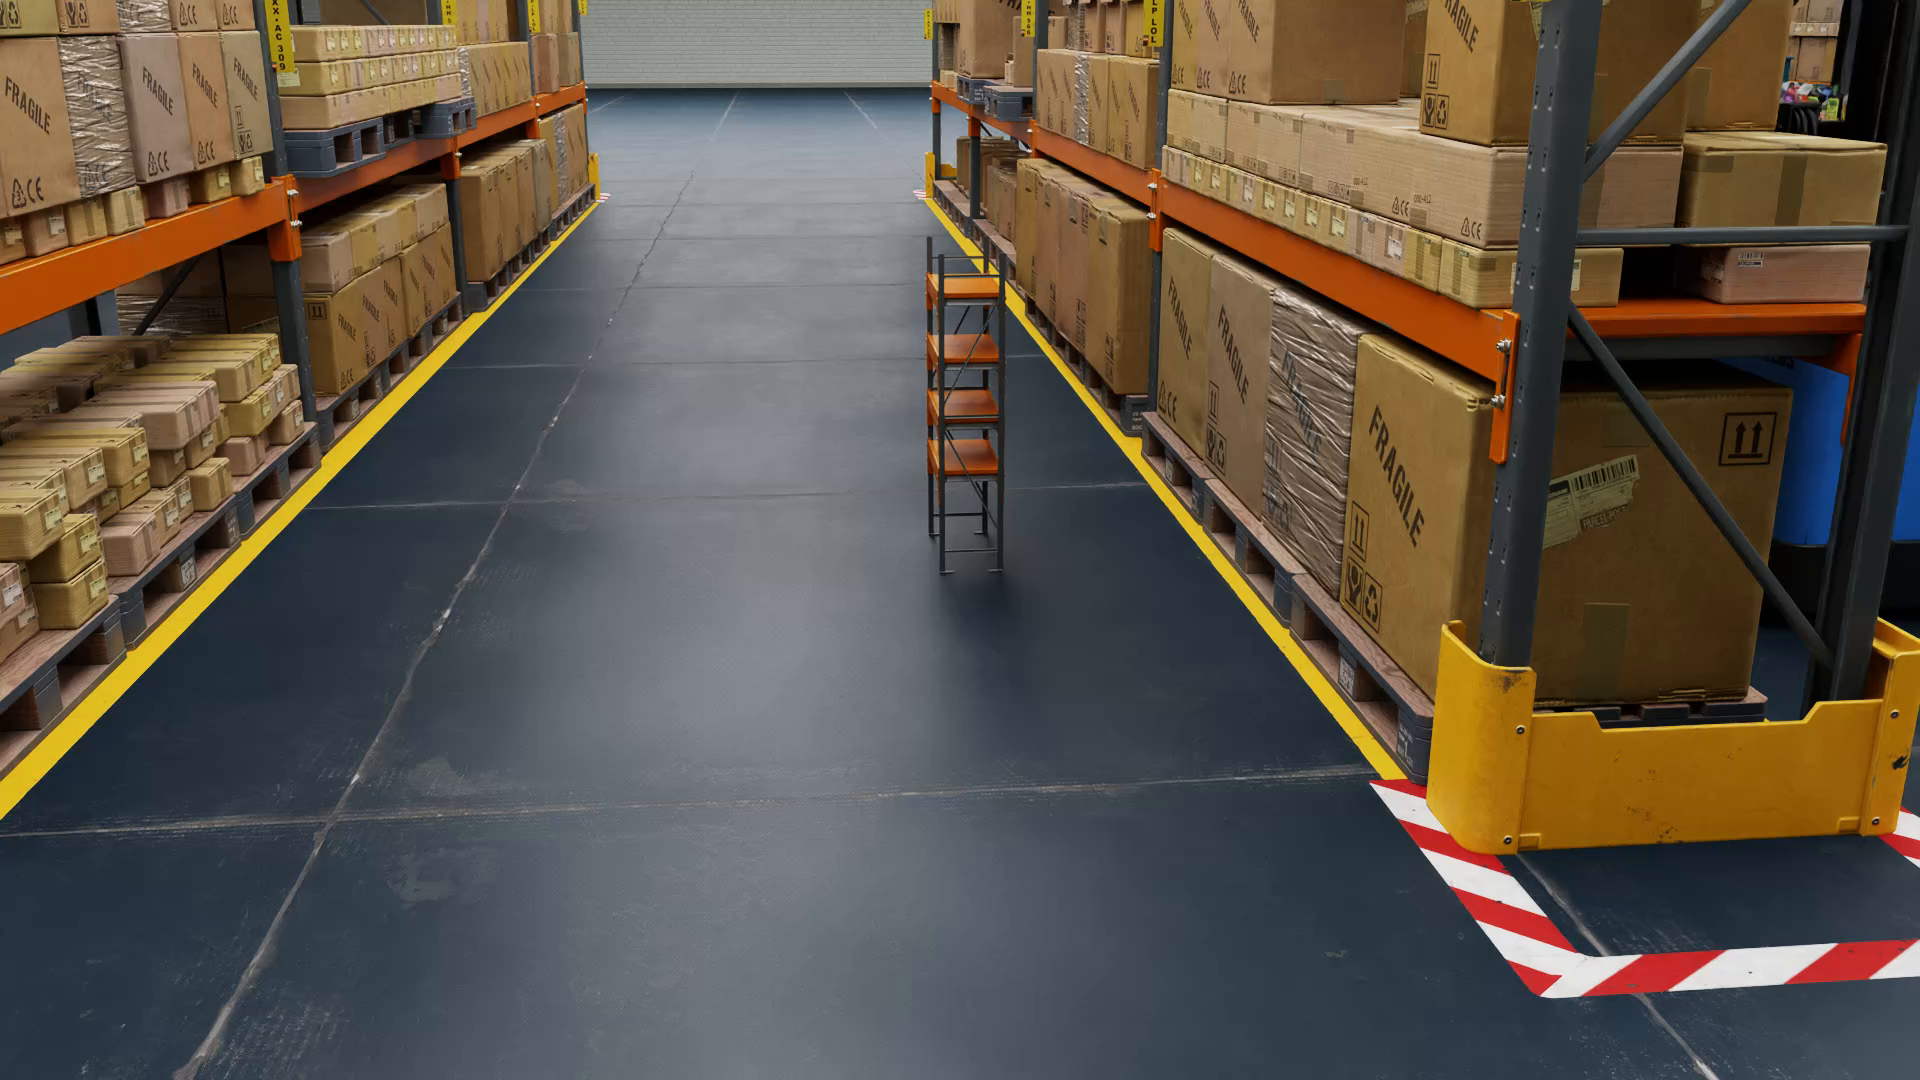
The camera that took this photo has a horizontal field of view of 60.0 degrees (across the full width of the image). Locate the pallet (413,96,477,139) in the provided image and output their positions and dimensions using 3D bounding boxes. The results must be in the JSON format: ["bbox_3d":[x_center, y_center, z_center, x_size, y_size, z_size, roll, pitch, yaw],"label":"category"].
[{"bbox_3d":[-3.757,-2.676,10.514,1.213,0.211,1.003,-2,18,-6],"label":"pallet"}]

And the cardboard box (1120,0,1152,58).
[{"bbox_3d":[1.287,-2.829,8.839,0.797,0.503,0.637,-2,17,-5],"label":"cardboard box"}]

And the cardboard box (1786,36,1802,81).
[{"bbox_3d":[10.072,-5.696,19.647,0.700,0.500,0.500,-2,18,-6],"label":"cardboard box"}]

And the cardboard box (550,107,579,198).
[{"bbox_3d":[-4.533,-4.085,17.526,0.875,0.875,0.875,-2,18,-7],"label":"cardboard box"}]

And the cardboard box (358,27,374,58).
[{"bbox_3d":[-3.189,-2.515,8.404,0.380,0.149,0.250,-2,18,-6],"label":"cardboard box"}]

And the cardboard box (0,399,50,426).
[{"bbox_3d":[-3.545,-0.408,6.035,0.380,0.149,0.250,-3,18,-8],"label":"cardboard box"}]

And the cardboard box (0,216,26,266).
[{"bbox_3d":[-3.027,-0.891,4.926,0.380,0.149,0.250,-2,18,-6],"label":"cardboard box"}]

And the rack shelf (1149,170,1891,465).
[{"bbox_3d":[1.626,-0.969,5.957,1.077,0.370,4.000,-2,18,-6],"label":"rack shelf"}]

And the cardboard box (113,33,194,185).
[{"bbox_3d":[-3.090,-1.536,5.899,0.500,0.500,0.500,-2,18,-6],"label":"cardboard box"}]

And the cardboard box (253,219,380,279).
[{"bbox_3d":[-3.395,-1.537,8.786,0.500,0.250,0.500,-1,17,-4],"label":"cardboard box"}]

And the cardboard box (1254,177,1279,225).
[{"bbox_3d":[1.282,-1.225,5.992,0.380,0.149,0.250,-2,18,-7],"label":"cardboard box"}]

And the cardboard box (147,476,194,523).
[{"bbox_3d":[-3.078,-0.131,6.144,0.380,0.149,0.250,-1,17,-5],"label":"cardboard box"}]

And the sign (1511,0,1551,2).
[{"bbox_3d":[1.292,-1.369,3.702,0.100,0.325,0.005,-2,18,-6],"label":"sign"}]

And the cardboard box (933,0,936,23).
[{"bbox_3d":[-0.032,-5.978,18.377,0.500,0.500,0.500,-2,18,-6],"label":"cardboard box"}]

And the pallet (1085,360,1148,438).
[{"bbox_3d":[1.266,-0.805,8.889,1.003,0.211,1.213,-2,18,-6],"label":"pallet"}]

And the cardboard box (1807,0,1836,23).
[{"bbox_3d":[10.137,-6.143,18.904,0.700,0.500,0.500,-2,18,-7],"label":"cardboard box"}]

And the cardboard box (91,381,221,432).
[{"bbox_3d":[-3.061,-0.505,6.342,0.380,0.149,0.250,-3,18,-8],"label":"cardboard box"}]

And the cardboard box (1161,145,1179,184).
[{"bbox_3d":[1.120,-1.690,7.471,0.380,0.149,0.250,-2,18,-6],"label":"cardboard box"}]

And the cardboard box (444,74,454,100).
[{"bbox_3d":[-3.404,-2.850,10.467,0.380,0.149,0.250,-2,18,-6],"label":"cardboard box"}]

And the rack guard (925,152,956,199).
[{"bbox_3d":[0.190,-4.268,19.437,1.175,0.500,0.348,-2,18,-6],"label":"rack guard"}]

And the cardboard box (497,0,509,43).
[{"bbox_3d":[-4.292,-4.545,14.311,0.700,0.500,0.500,-2,18,-7],"label":"cardboard box"}]

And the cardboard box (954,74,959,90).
[{"bbox_3d":[0.140,-4.674,16.977,0.380,0.149,0.250,-2,18,-6],"label":"cardboard box"}]

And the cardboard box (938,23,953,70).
[{"bbox_3d":[0.212,-5.508,18.551,0.875,0.500,0.500,-2,18,-6],"label":"cardboard box"}]

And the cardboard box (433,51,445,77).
[{"bbox_3d":[-3.374,-2.908,10.154,0.380,0.149,0.250,-1,17,-4],"label":"cardboard box"}]

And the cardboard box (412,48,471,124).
[{"bbox_3d":[-3.714,-3.166,11.588,0.500,0.500,0.500,-2,17,-5],"label":"cardboard box"}]

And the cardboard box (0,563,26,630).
[{"bbox_3d":[-2.882,0.177,4.666,0.380,0.149,0.250,-2,18,-6],"label":"cardboard box"}]

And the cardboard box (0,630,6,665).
[{"bbox_3d":[-2.955,0.325,4.692,0.380,0.149,0.250,-2,18,-6],"label":"cardboard box"}]

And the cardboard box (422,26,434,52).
[{"bbox_3d":[-3.348,-2.977,9.876,0.380,0.149,0.250,-1,17,-4],"label":"cardboard box"}]

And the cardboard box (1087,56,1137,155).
[{"bbox_3d":[0.995,-2.390,9.114,0.500,0.500,0.500,-2,18,-6],"label":"cardboard box"}]

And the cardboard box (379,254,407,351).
[{"bbox_3d":[-3.460,-1.334,9.391,0.500,0.500,0.500,-1,17,-5],"label":"cardboard box"}]

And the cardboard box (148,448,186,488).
[{"bbox_3d":[-3.108,-0.290,6.155,0.380,0.149,0.250,-3,18,-8],"label":"cardboard box"}]

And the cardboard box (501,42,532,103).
[{"bbox_3d":[-4.029,-4.069,14.463,0.500,0.500,0.500,-2,18,-6],"label":"cardboard box"}]

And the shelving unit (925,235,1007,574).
[{"bbox_3d":[0.017,-0.523,6.340,0.258,1.200,0.503,-2,18,-6],"label":"shelving unit"}]

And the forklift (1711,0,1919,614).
[{"bbox_3d":[3.058,-1.547,6.712,1.130,2.935,3.031,-3,18,-8],"label":"forklift"}]

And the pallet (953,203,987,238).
[{"bbox_3d":[0.491,-3.160,16.390,1.003,0.211,1.213,-2,18,-6],"label":"pallet"}]

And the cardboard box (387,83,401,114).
[{"bbox_3d":[-3.247,-2.386,8.987,0.380,0.149,0.250,-2,18,-7],"label":"cardboard box"}]

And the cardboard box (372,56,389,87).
[{"bbox_3d":[-3.220,-2.451,8.697,0.380,0.149,0.250,-1,17,-3],"label":"cardboard box"}]

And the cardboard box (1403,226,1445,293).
[{"bbox_3d":[1.440,-0.770,4.541,0.380,0.149,0.250,-2,18,-5],"label":"cardboard box"}]

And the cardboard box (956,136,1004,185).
[{"bbox_3d":[0.230,-4.304,18.852,0.500,0.500,0.500,1,17,5],"label":"cardboard box"}]

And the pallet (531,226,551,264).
[{"bbox_3d":[-4.194,-2.610,14.640,1.003,0.211,1.213,-2,18,-6],"label":"pallet"}]

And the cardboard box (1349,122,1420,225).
[{"bbox_3d":[1.467,-1.074,4.844,0.500,0.250,0.500,-2,18,-7],"label":"cardboard box"}]

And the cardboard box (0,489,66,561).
[{"bbox_3d":[-2.874,-0.041,4.866,0.380,0.149,0.250,-2,18,-6],"label":"cardboard box"}]

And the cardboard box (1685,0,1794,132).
[{"bbox_3d":[2.000,-1.445,4.773,0.500,0.500,0.500,-2,18,-7],"label":"cardboard box"}]

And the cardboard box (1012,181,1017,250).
[{"bbox_3d":[0.783,-2.650,13.548,0.700,0.500,0.500,0,17,-1],"label":"cardboard box"}]

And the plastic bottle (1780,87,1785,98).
[{"bbox_3d":[5.642,-3.017,11.494,0.097,0.271,0.097,0,17,0],"label":"plastic bottle"}]

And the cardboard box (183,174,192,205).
[{"bbox_3d":[-3.200,-1.353,6.400,0.380,0.149,0.250,-2,18,-7],"label":"cardboard box"}]

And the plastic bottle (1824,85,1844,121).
[{"bbox_3d":[5.697,-2.810,10.816,0.061,0.283,0.133,-2,18,-6],"label":"plastic bottle"}]

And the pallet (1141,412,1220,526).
[{"bbox_3d":[1.421,-0.349,7.435,1.003,0.211,1.213,-2,18,-6],"label":"pallet"}]

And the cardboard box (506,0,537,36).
[{"bbox_3d":[-4.353,-4.866,15.116,0.875,0.550,0.550,-2,18,-6],"label":"cardboard box"}]

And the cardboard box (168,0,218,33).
[{"bbox_3d":[-3.148,-2.166,6.236,0.500,0.500,0.500,-2,18,-7],"label":"cardboard box"}]

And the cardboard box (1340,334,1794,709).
[{"bbox_3d":[1.687,-0.091,4.806,0.875,0.875,0.875,-2,18,-6],"label":"cardboard box"}]

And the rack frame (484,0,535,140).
[{"bbox_3d":[-4.349,-4.168,14.947,1.000,3.000,0.127,-2,18,-6],"label":"rack frame"}]

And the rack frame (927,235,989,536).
[{"bbox_3d":[-0.008,-0.596,6.572,0.240,1.200,0.015,-2,18,-6],"label":"rack frame"}]

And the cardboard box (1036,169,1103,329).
[{"bbox_3d":[1.142,-1.814,10.295,1.225,0.875,0.875,-2,18,-5],"label":"cardboard box"}]

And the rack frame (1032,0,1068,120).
[{"bbox_3d":[1.008,-3.100,11.543,1.000,3.000,0.127,-2,18,-6],"label":"rack frame"}]
